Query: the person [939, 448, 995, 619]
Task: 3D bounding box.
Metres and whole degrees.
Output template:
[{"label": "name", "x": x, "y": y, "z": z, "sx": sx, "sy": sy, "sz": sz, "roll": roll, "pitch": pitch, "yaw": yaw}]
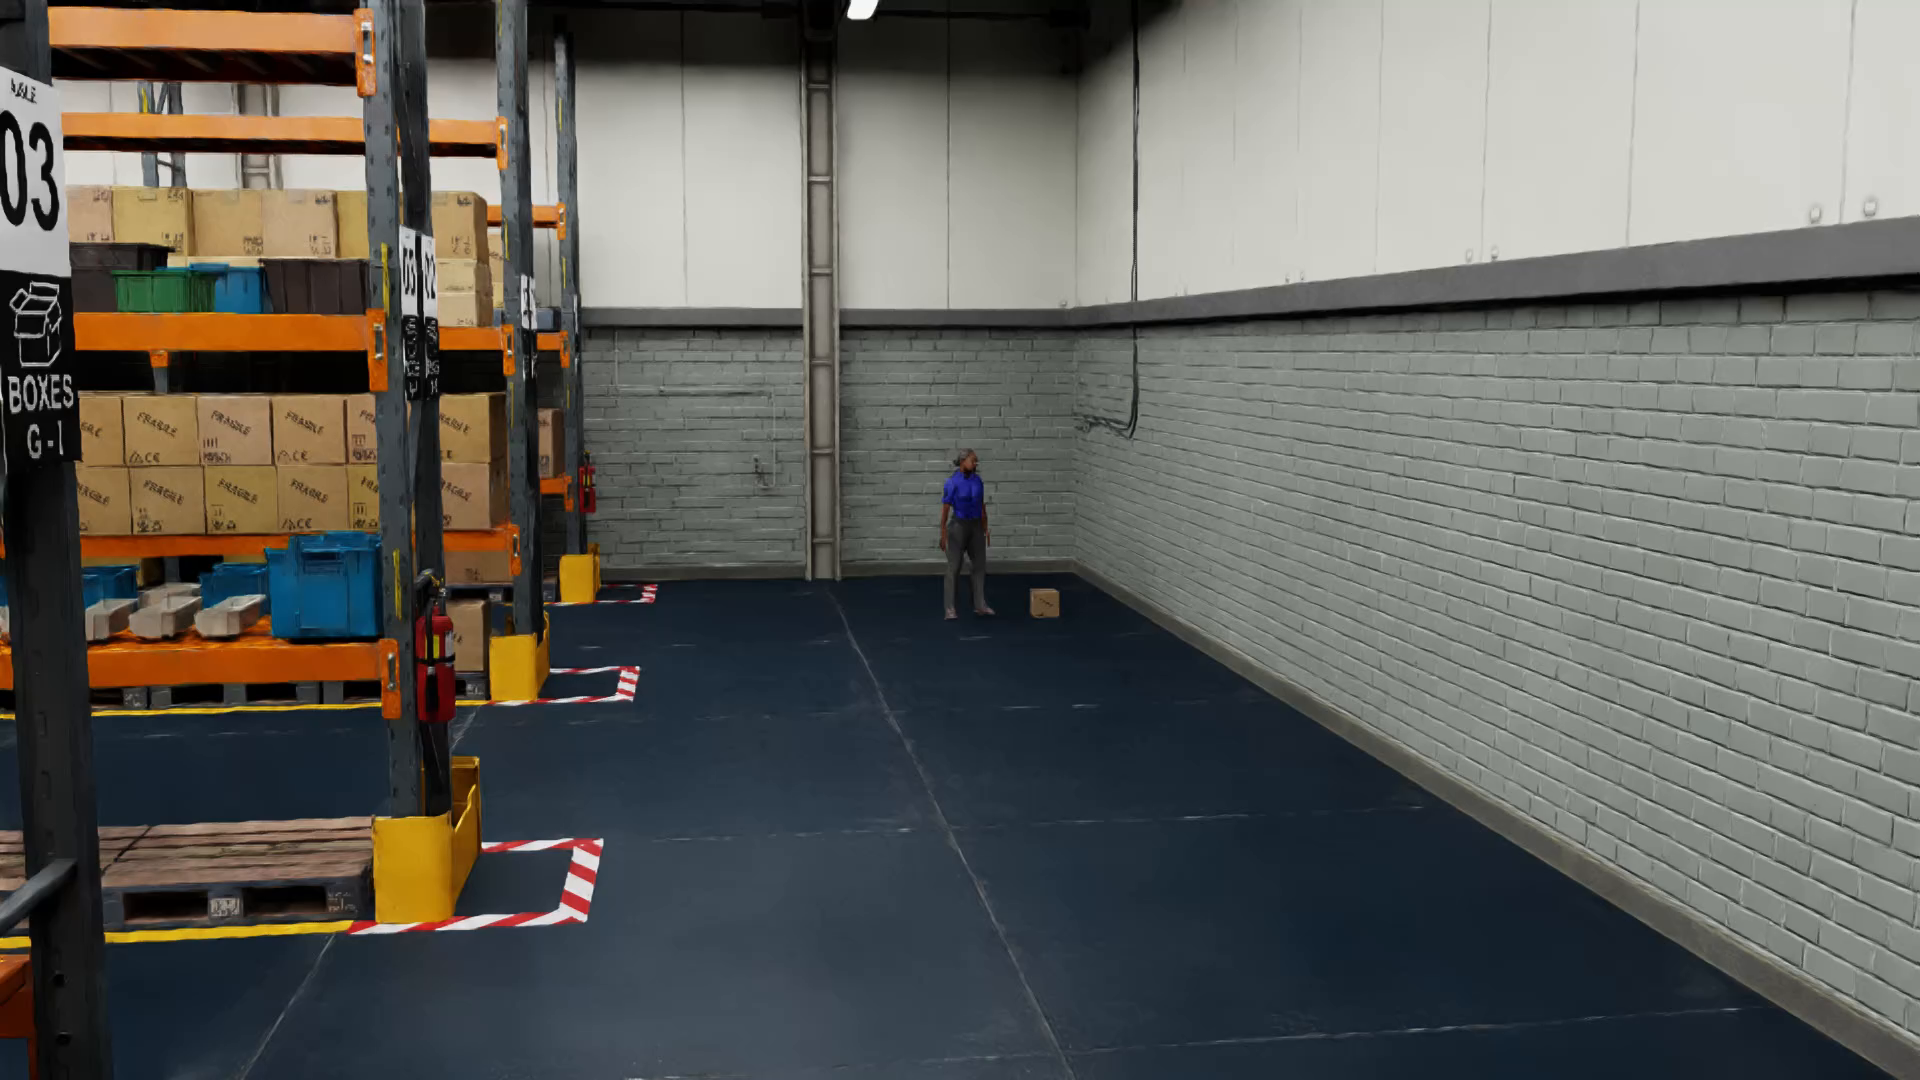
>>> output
[{"label": "person", "x": 0.074, "y": -0.065, "z": 16.261, "sx": 0.519, "sy": 1.665, "sz": 0.475, "roll": -5, "pitch": 8, "yaw": -36}]
